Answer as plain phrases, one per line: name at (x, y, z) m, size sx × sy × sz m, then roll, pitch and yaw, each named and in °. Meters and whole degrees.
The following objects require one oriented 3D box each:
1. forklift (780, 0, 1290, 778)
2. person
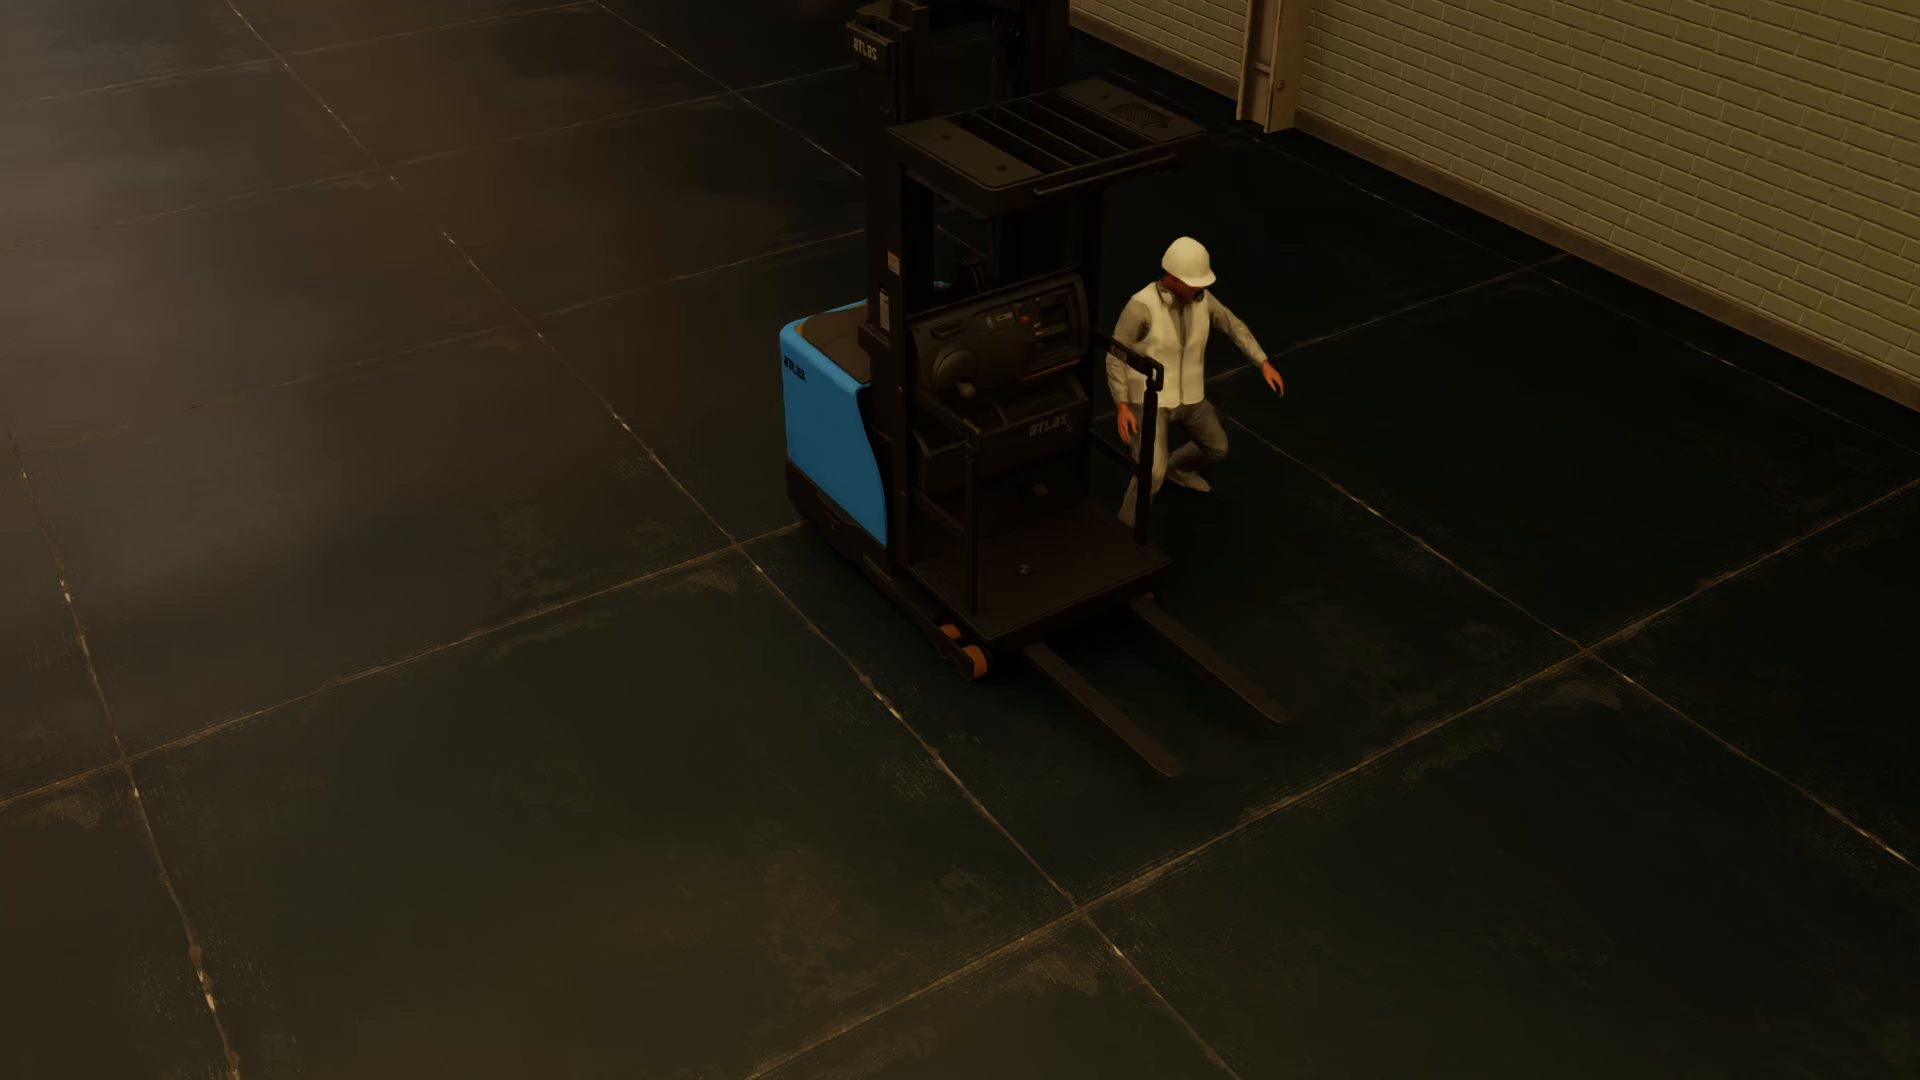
forklift at (0.313, -0.858, 7.369) m, size 1.130 × 2.935 × 3.031 m, roll -21°, pitch 40°, yaw -27°
person at (1.106, -0.735, 8.374) m, size 0.981 × 1.655 × 0.811 m, roll -17°, pitch 38°, yaw -22°
